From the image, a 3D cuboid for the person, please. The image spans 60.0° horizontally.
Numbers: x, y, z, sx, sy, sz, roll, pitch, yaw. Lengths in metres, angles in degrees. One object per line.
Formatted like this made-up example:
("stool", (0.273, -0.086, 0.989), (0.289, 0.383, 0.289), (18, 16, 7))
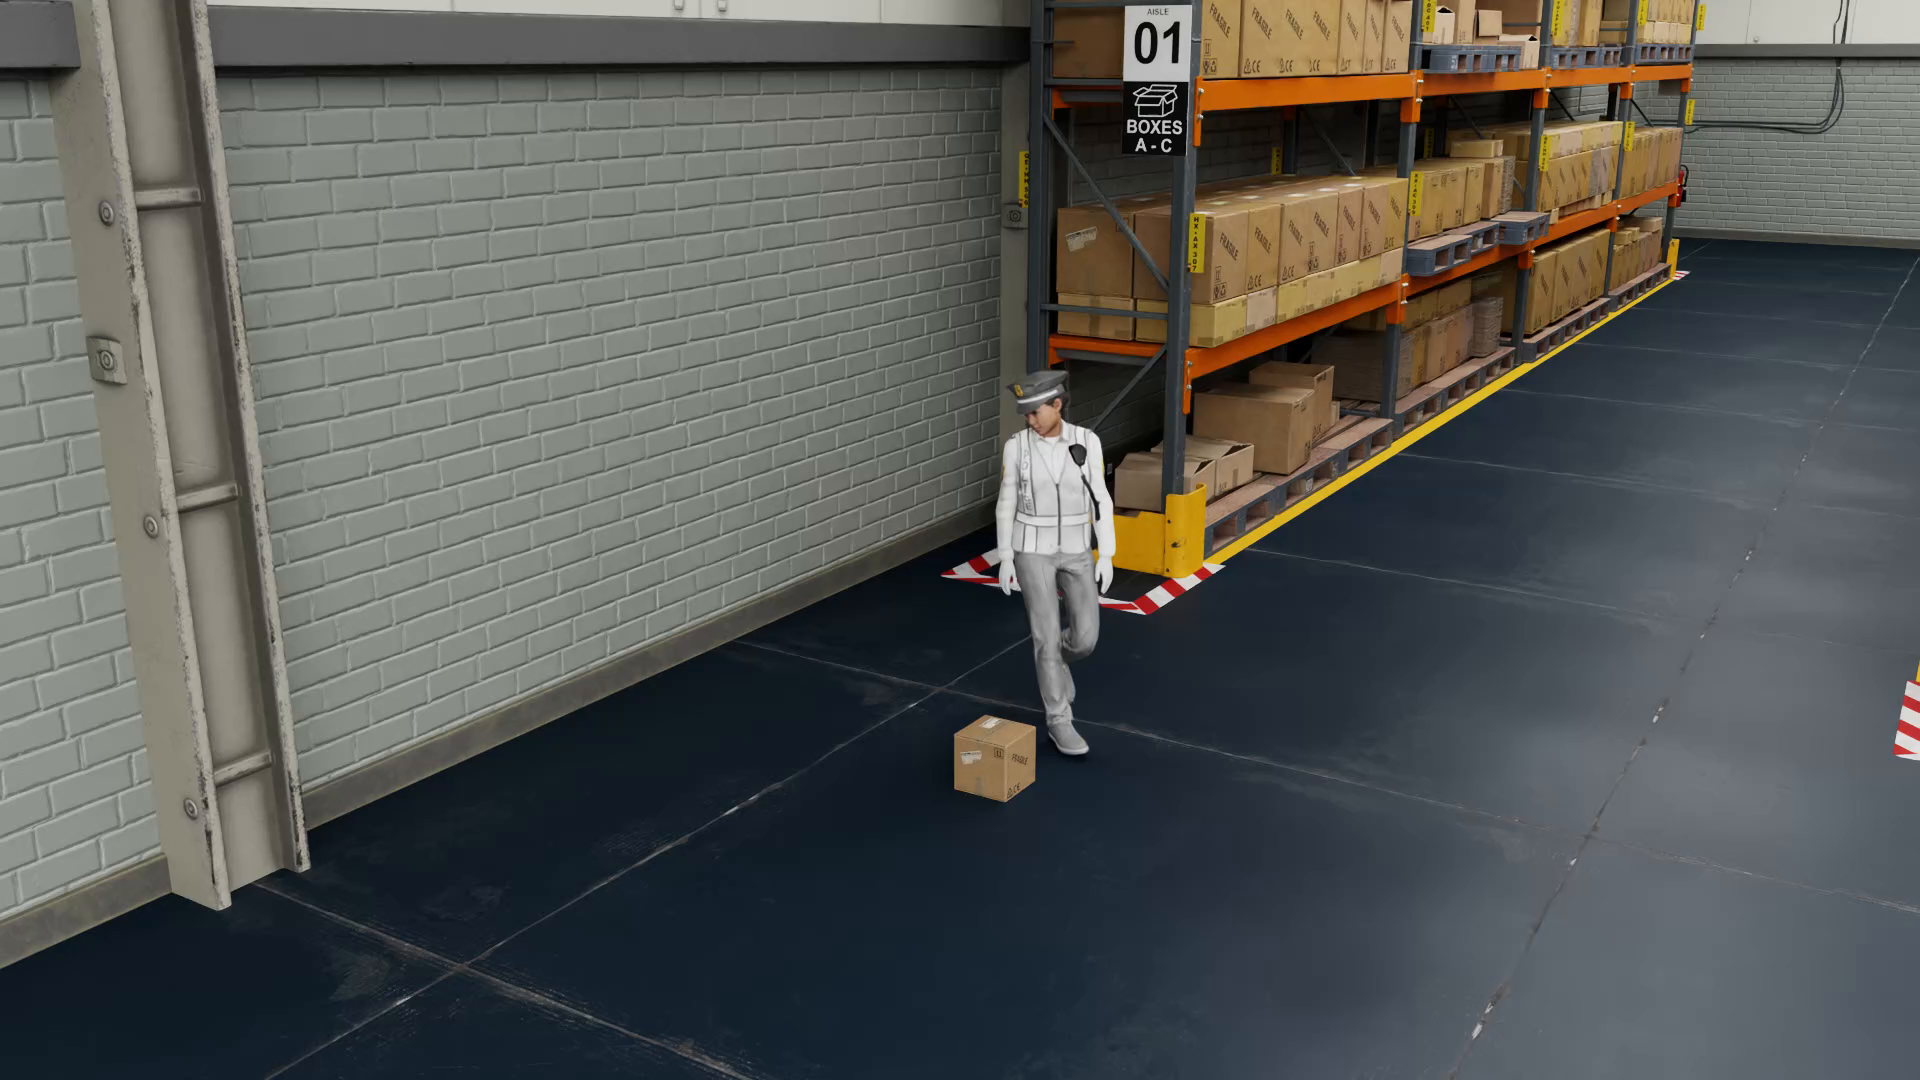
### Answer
("person", (0.412, 0.068, 7.272), (0.497, 1.647, 0.636), (-3, 17, -10))
